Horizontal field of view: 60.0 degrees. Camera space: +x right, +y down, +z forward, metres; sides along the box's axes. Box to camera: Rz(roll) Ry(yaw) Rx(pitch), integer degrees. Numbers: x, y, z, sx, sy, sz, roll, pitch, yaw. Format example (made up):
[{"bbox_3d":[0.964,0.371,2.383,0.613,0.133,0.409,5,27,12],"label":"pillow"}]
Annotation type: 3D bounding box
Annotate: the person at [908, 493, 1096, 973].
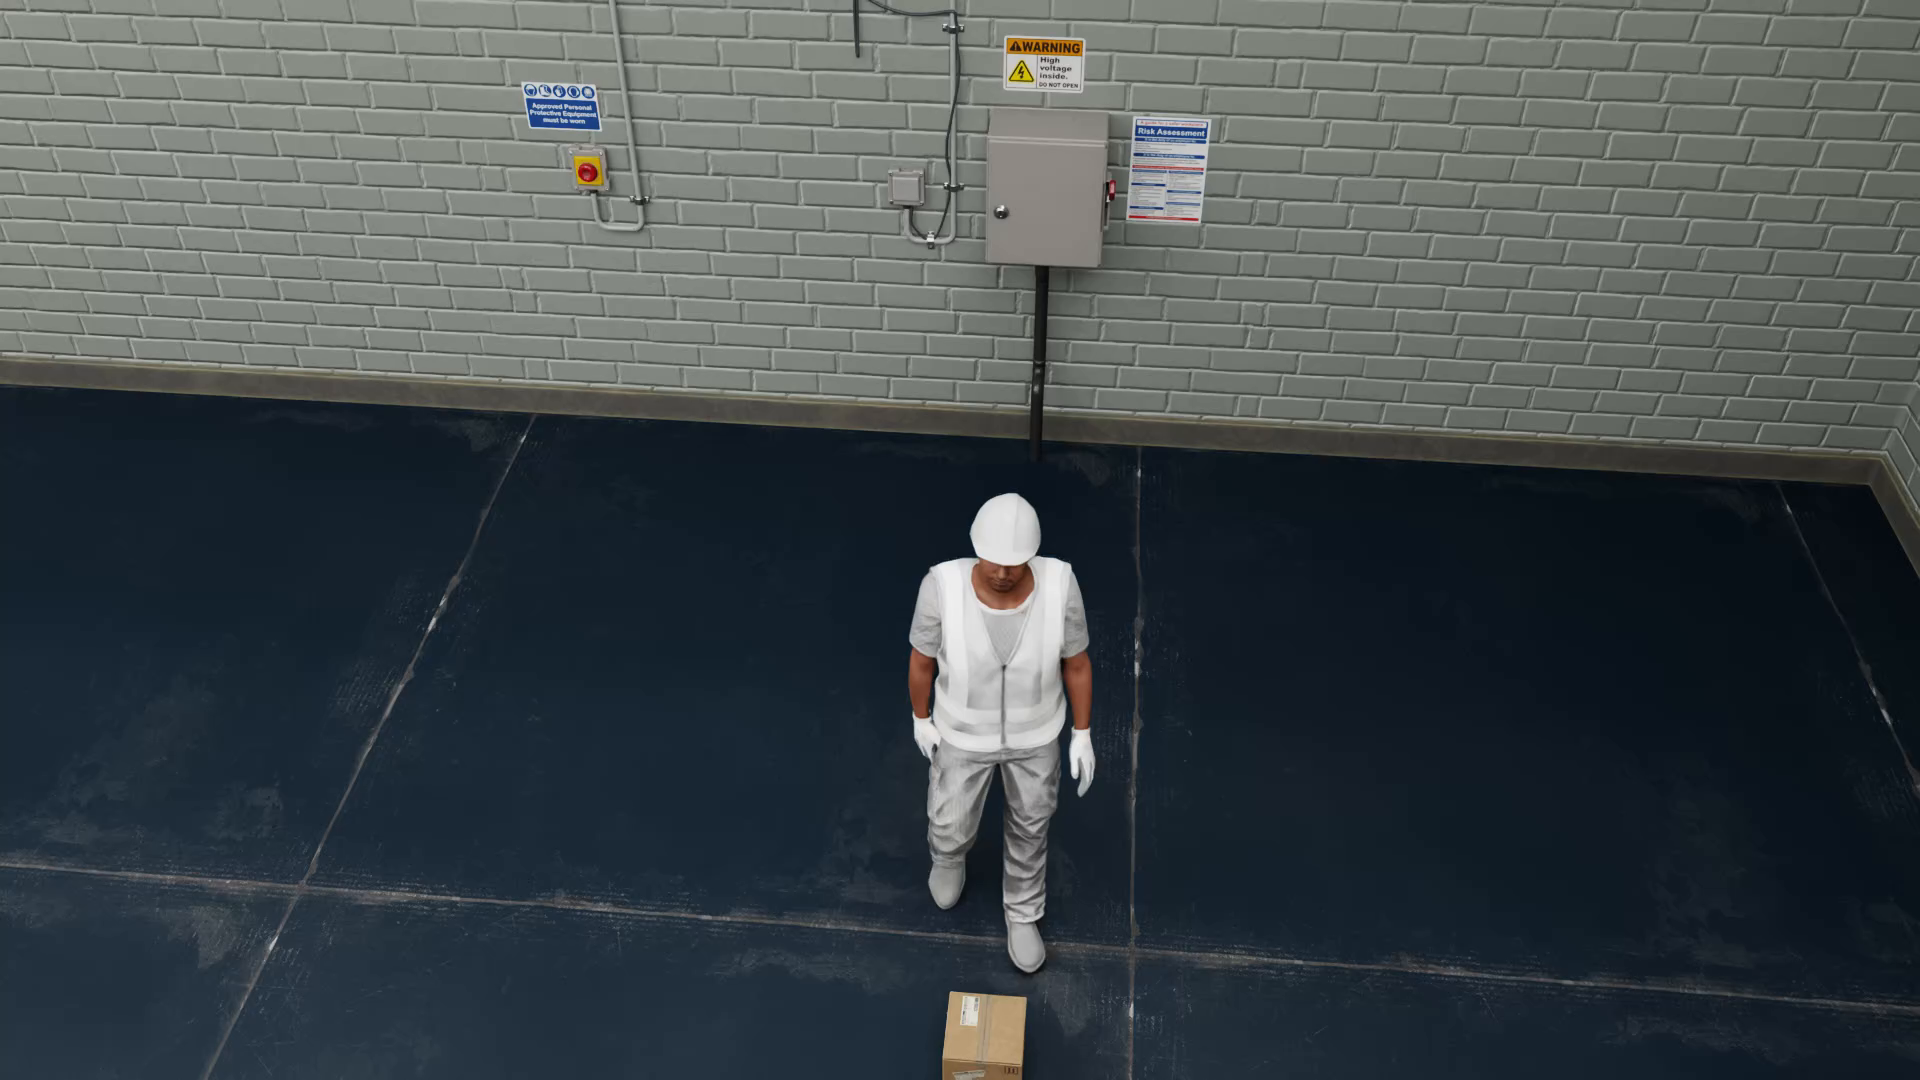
[{"bbox_3d":[0.137,0.644,5.337,0.580,1.781,0.572,-4,40,-5],"label":"person"}]
